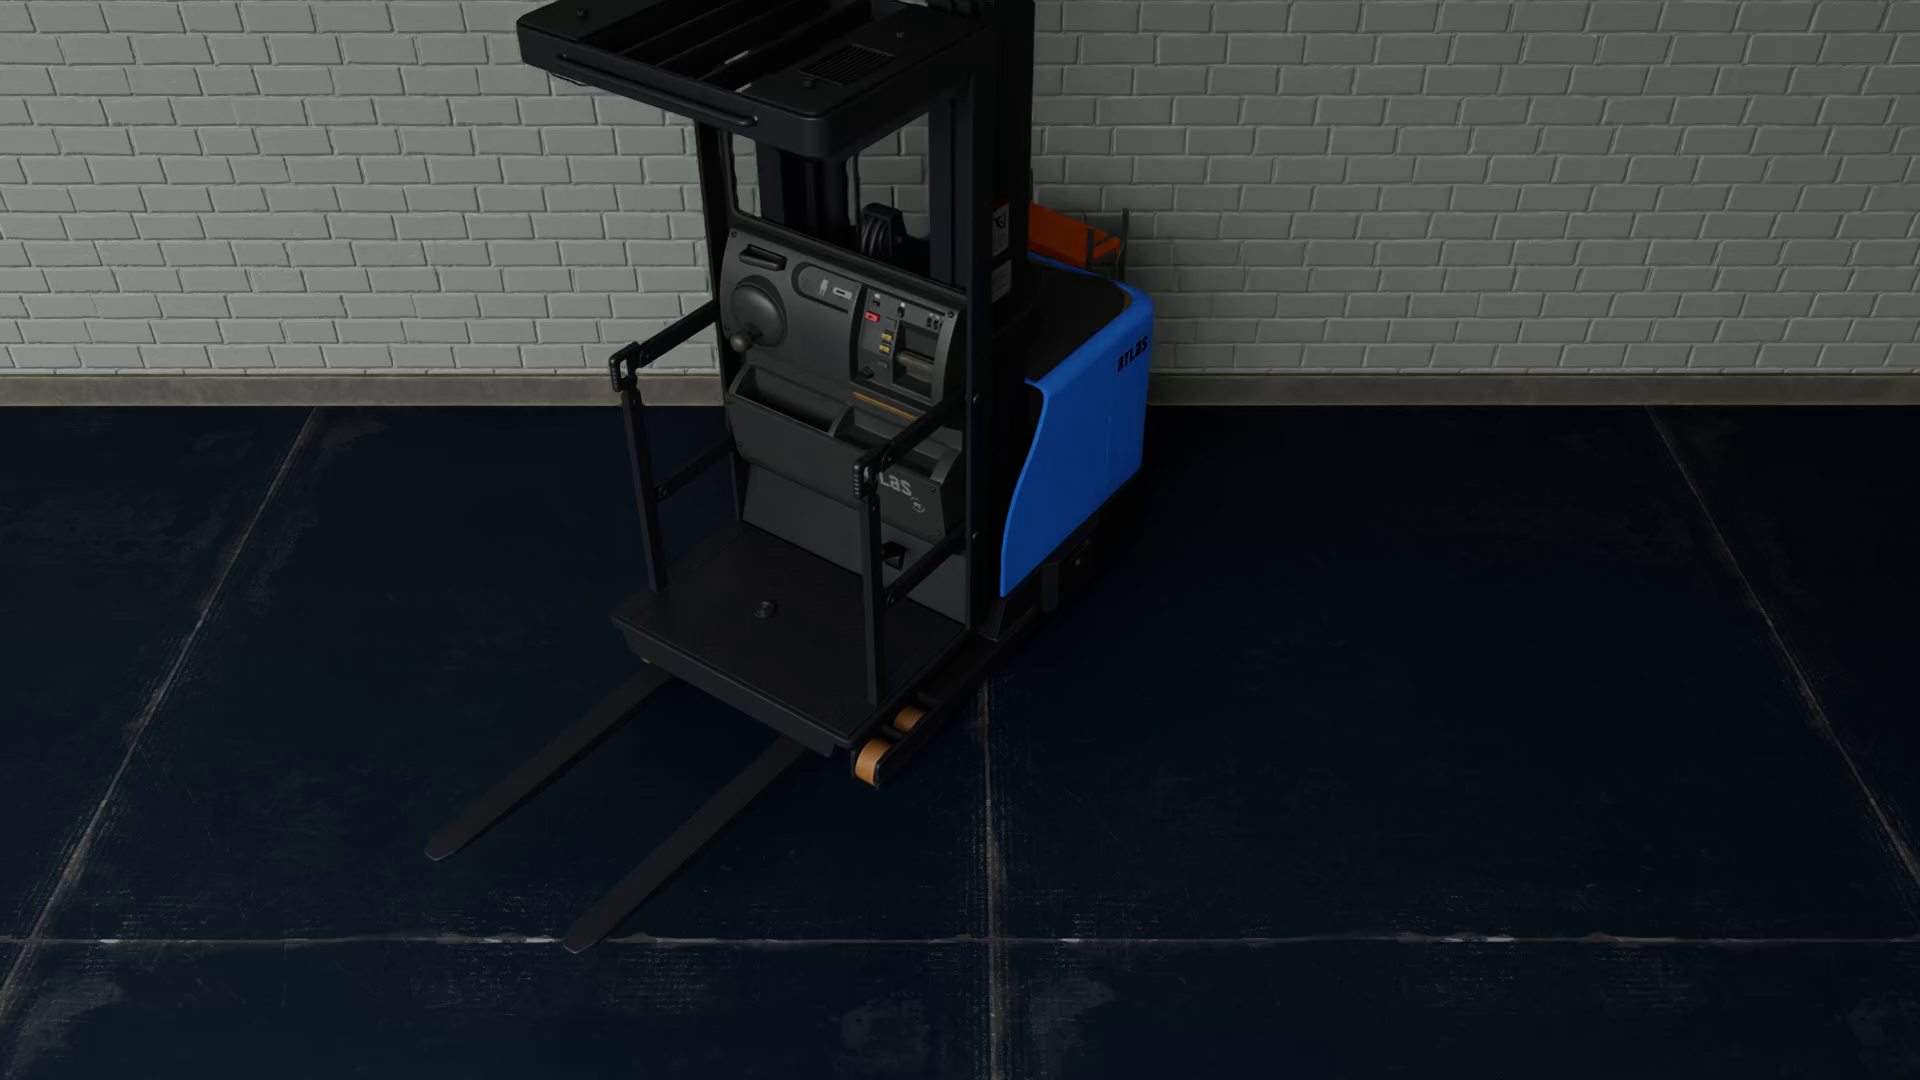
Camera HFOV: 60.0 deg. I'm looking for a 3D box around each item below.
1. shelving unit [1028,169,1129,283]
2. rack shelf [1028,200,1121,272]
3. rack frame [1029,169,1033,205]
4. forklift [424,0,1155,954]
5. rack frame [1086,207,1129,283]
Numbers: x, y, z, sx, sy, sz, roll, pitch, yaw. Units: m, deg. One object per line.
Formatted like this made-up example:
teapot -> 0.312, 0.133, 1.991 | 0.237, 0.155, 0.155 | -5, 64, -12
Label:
shelving unit -> 0.388, -0.864, 6.869 | 0.503, 1.200, 0.258 | 30, 47, 32
rack shelf -> 0.388, -1.171, 6.623 | 0.480, 0.148, 0.258 | 30, 47, 32
rack frame -> 0.208, -0.967, 6.997 | 0.015, 1.200, 0.240 | 30, 47, 32
forklift -> -0.522, -0.647, 5.214 | 1.130, 2.935, 3.031 | 24, 45, 27
rack frame -> 0.569, -0.761, 6.741 | 0.015, 1.200, 0.240 | 30, 47, 32
